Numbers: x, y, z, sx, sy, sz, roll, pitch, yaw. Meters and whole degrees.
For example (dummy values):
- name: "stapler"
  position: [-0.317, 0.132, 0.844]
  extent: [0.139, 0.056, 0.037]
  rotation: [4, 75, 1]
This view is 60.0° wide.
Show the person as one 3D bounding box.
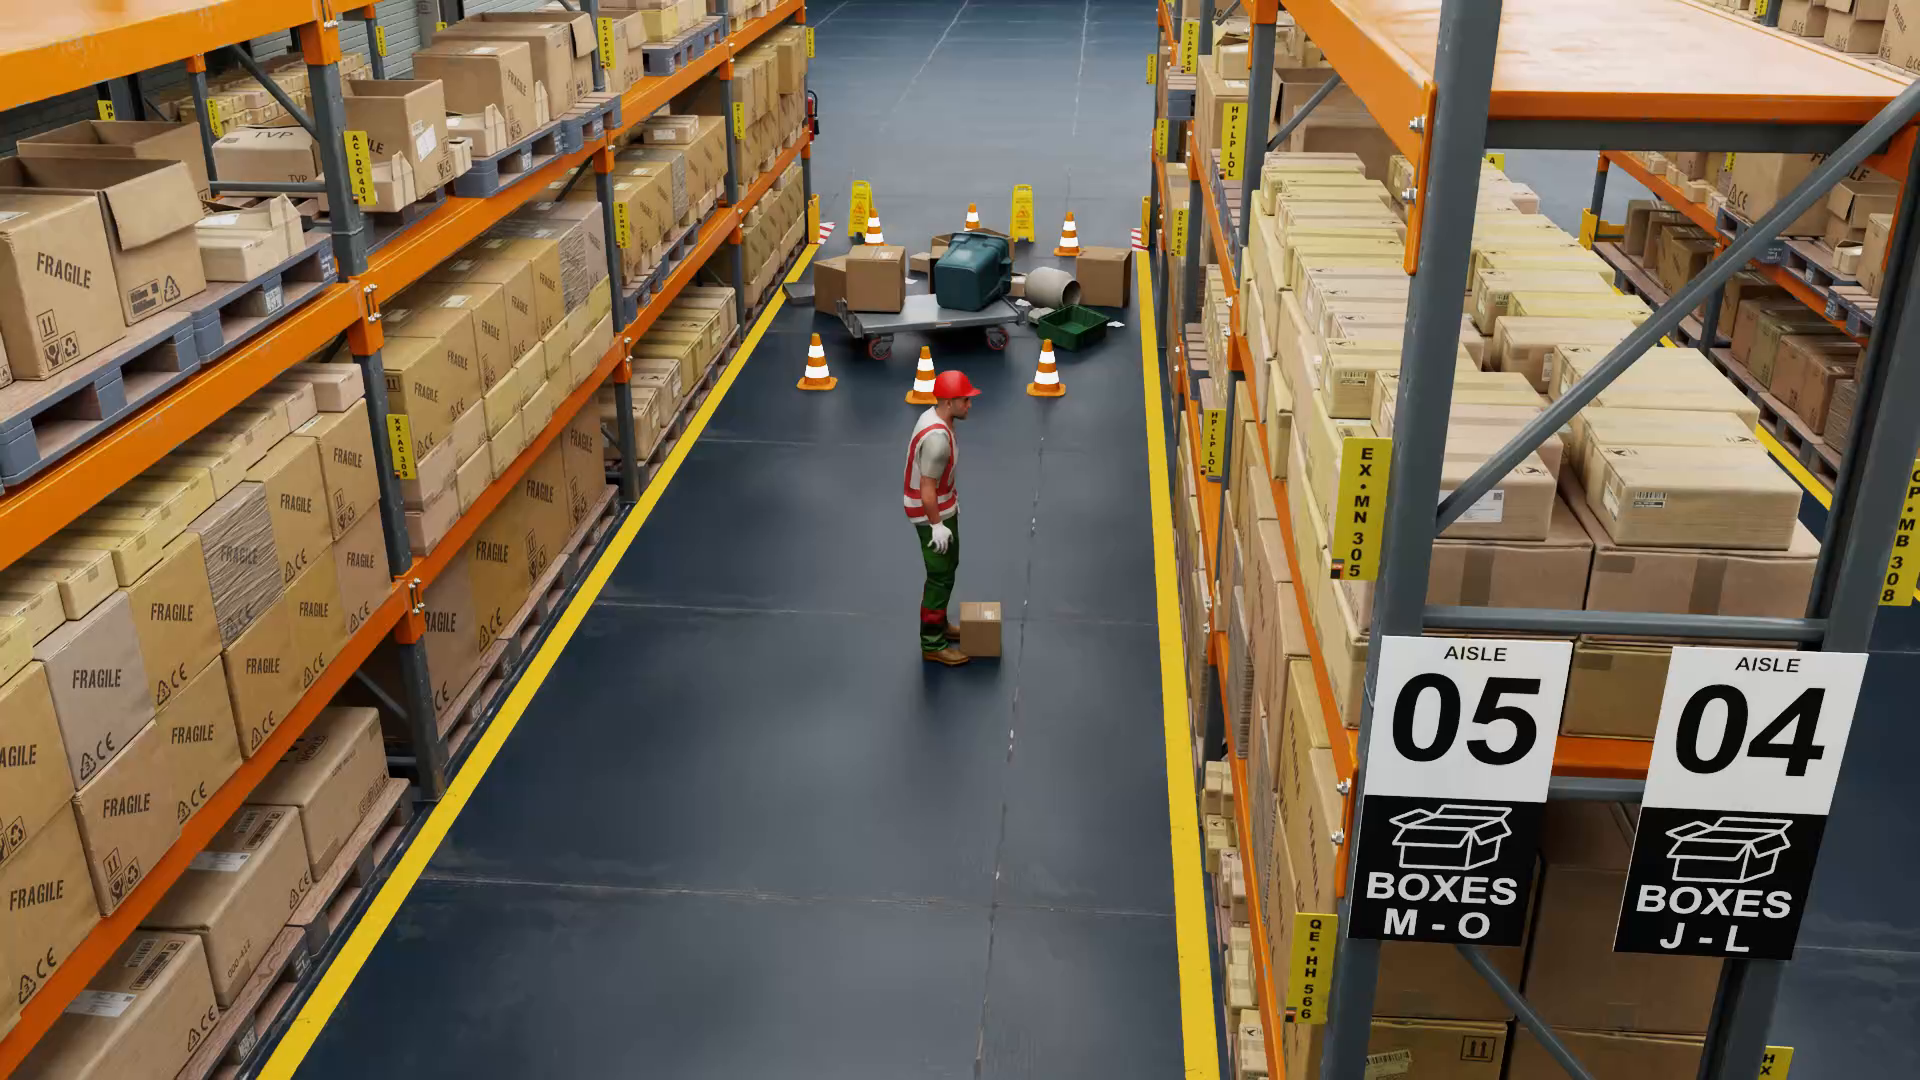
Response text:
- name: "person"
  position: [-0.106, -0.152, 9.923]
  extent: [0.453, 1.778, 0.605]
  rotation: [2, 24, 4]
